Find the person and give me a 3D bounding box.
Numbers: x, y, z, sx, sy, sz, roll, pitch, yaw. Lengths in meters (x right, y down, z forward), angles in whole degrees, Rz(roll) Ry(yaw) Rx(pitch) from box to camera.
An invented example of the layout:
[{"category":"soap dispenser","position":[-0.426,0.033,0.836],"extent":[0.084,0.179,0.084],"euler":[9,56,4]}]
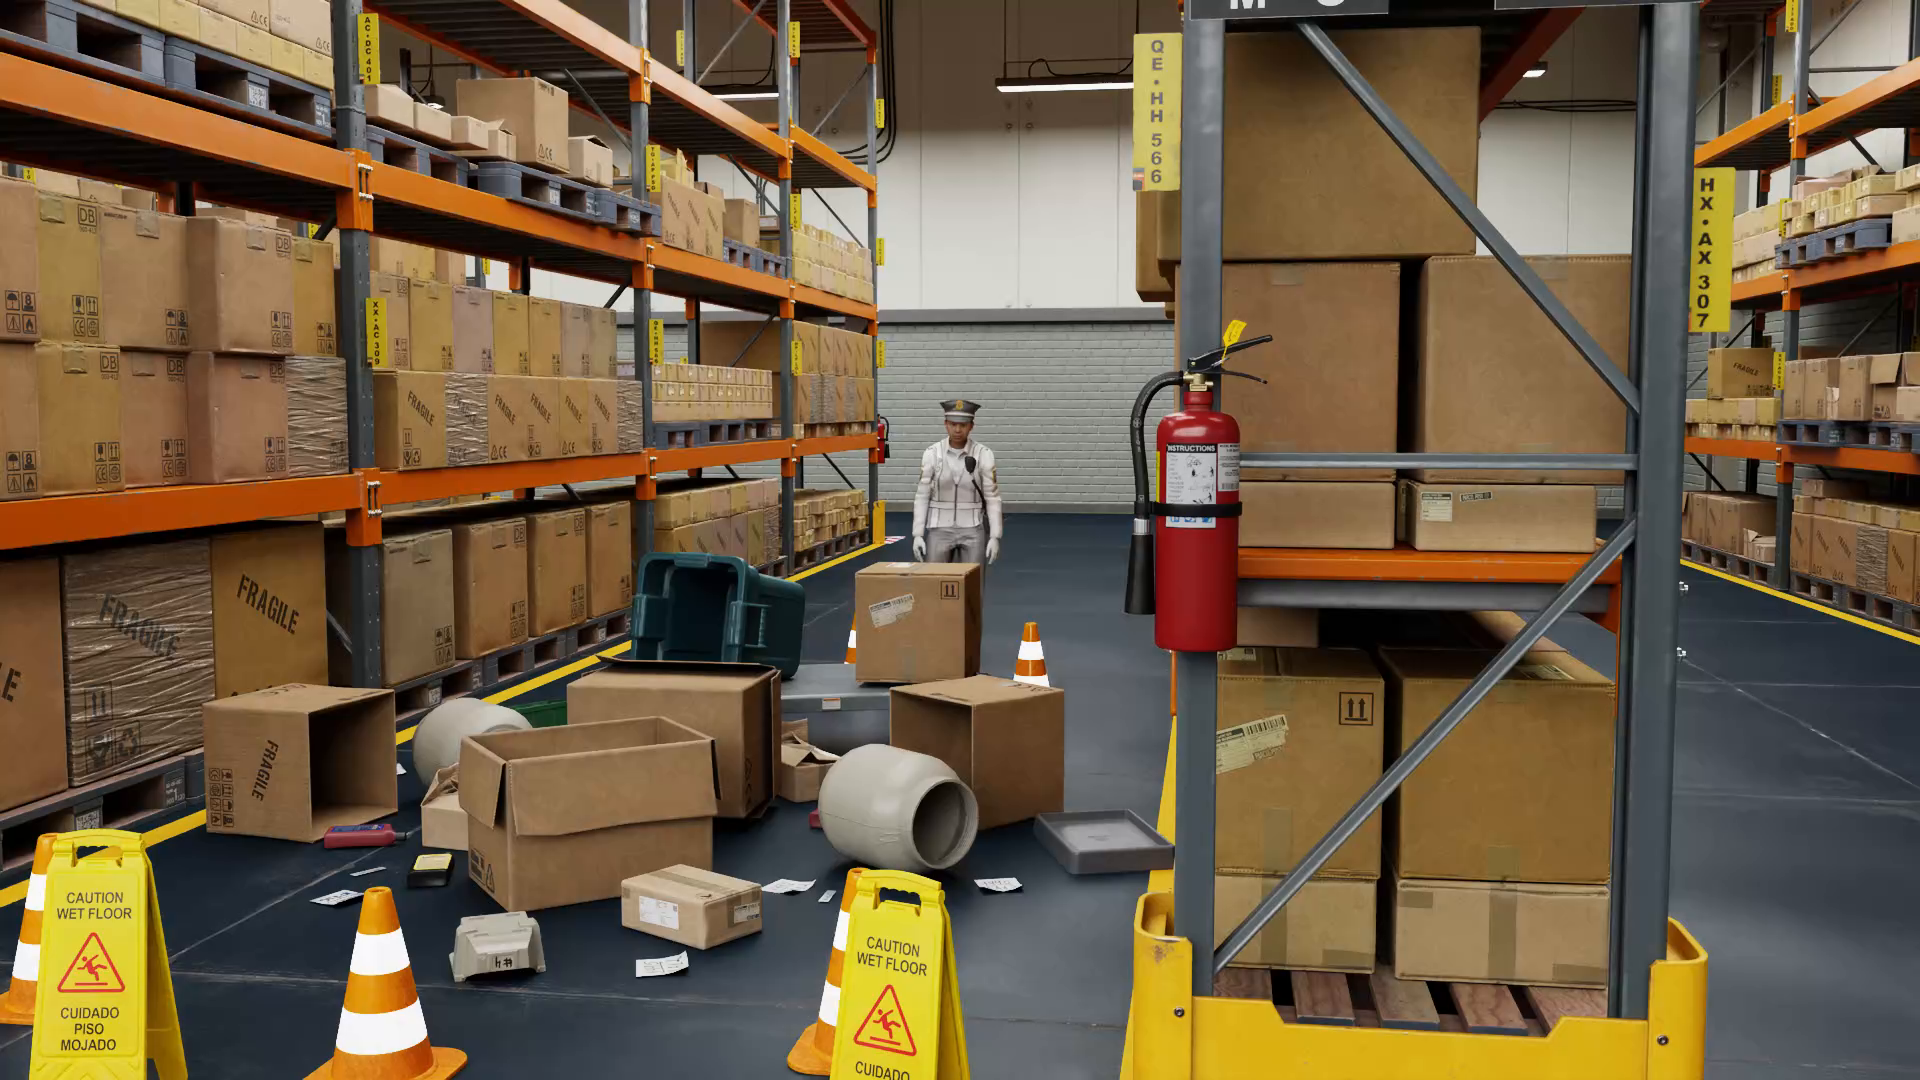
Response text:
[{"category":"person","position":[-0.019,-0.003,9.894],"extent":[0.547,1.666,0.371],"euler":[0,5,5]}]
